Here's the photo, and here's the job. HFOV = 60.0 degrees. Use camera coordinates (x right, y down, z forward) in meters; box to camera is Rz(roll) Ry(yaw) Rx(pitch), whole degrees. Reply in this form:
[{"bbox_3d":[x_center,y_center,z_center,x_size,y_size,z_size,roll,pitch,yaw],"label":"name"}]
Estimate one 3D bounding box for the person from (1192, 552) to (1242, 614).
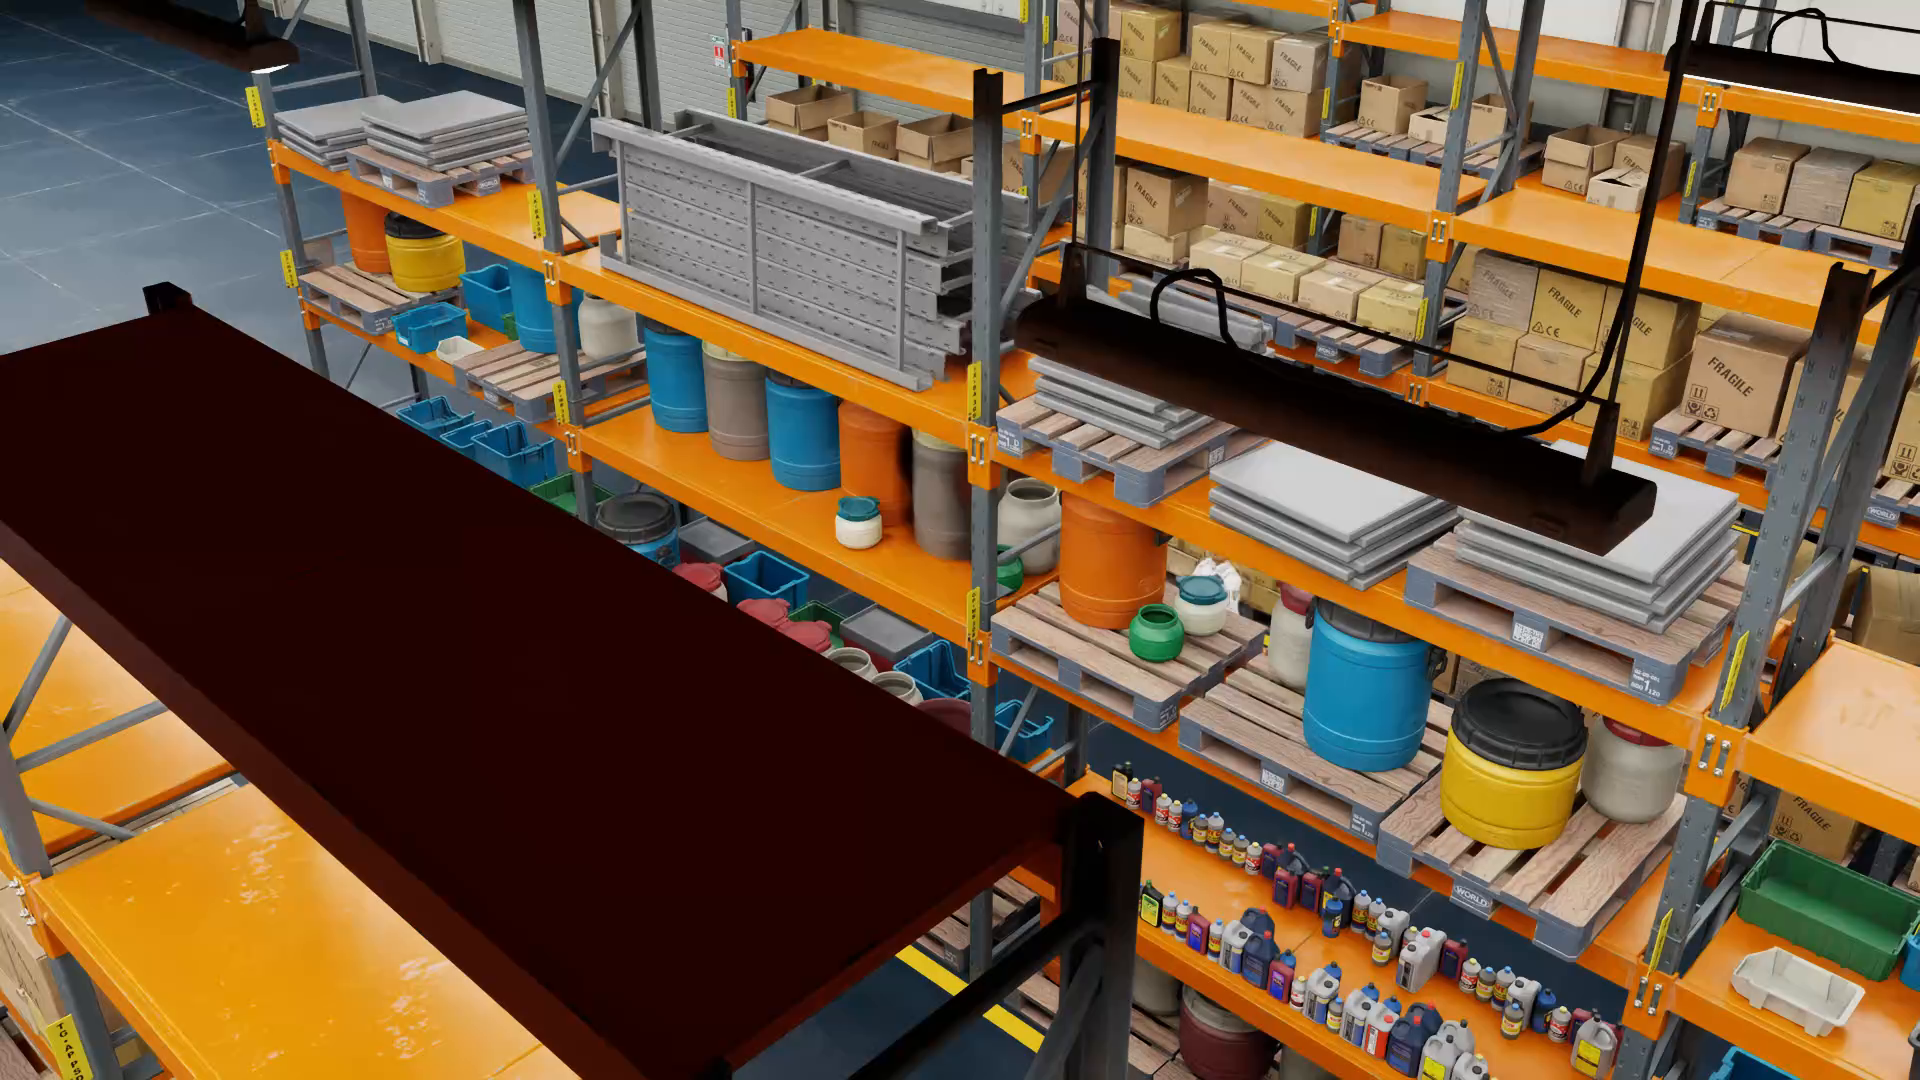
[{"bbox_3d":[1.923,0.709,13.275,0.600,1.709,0.553,0,29,1],"label":"person"}]
